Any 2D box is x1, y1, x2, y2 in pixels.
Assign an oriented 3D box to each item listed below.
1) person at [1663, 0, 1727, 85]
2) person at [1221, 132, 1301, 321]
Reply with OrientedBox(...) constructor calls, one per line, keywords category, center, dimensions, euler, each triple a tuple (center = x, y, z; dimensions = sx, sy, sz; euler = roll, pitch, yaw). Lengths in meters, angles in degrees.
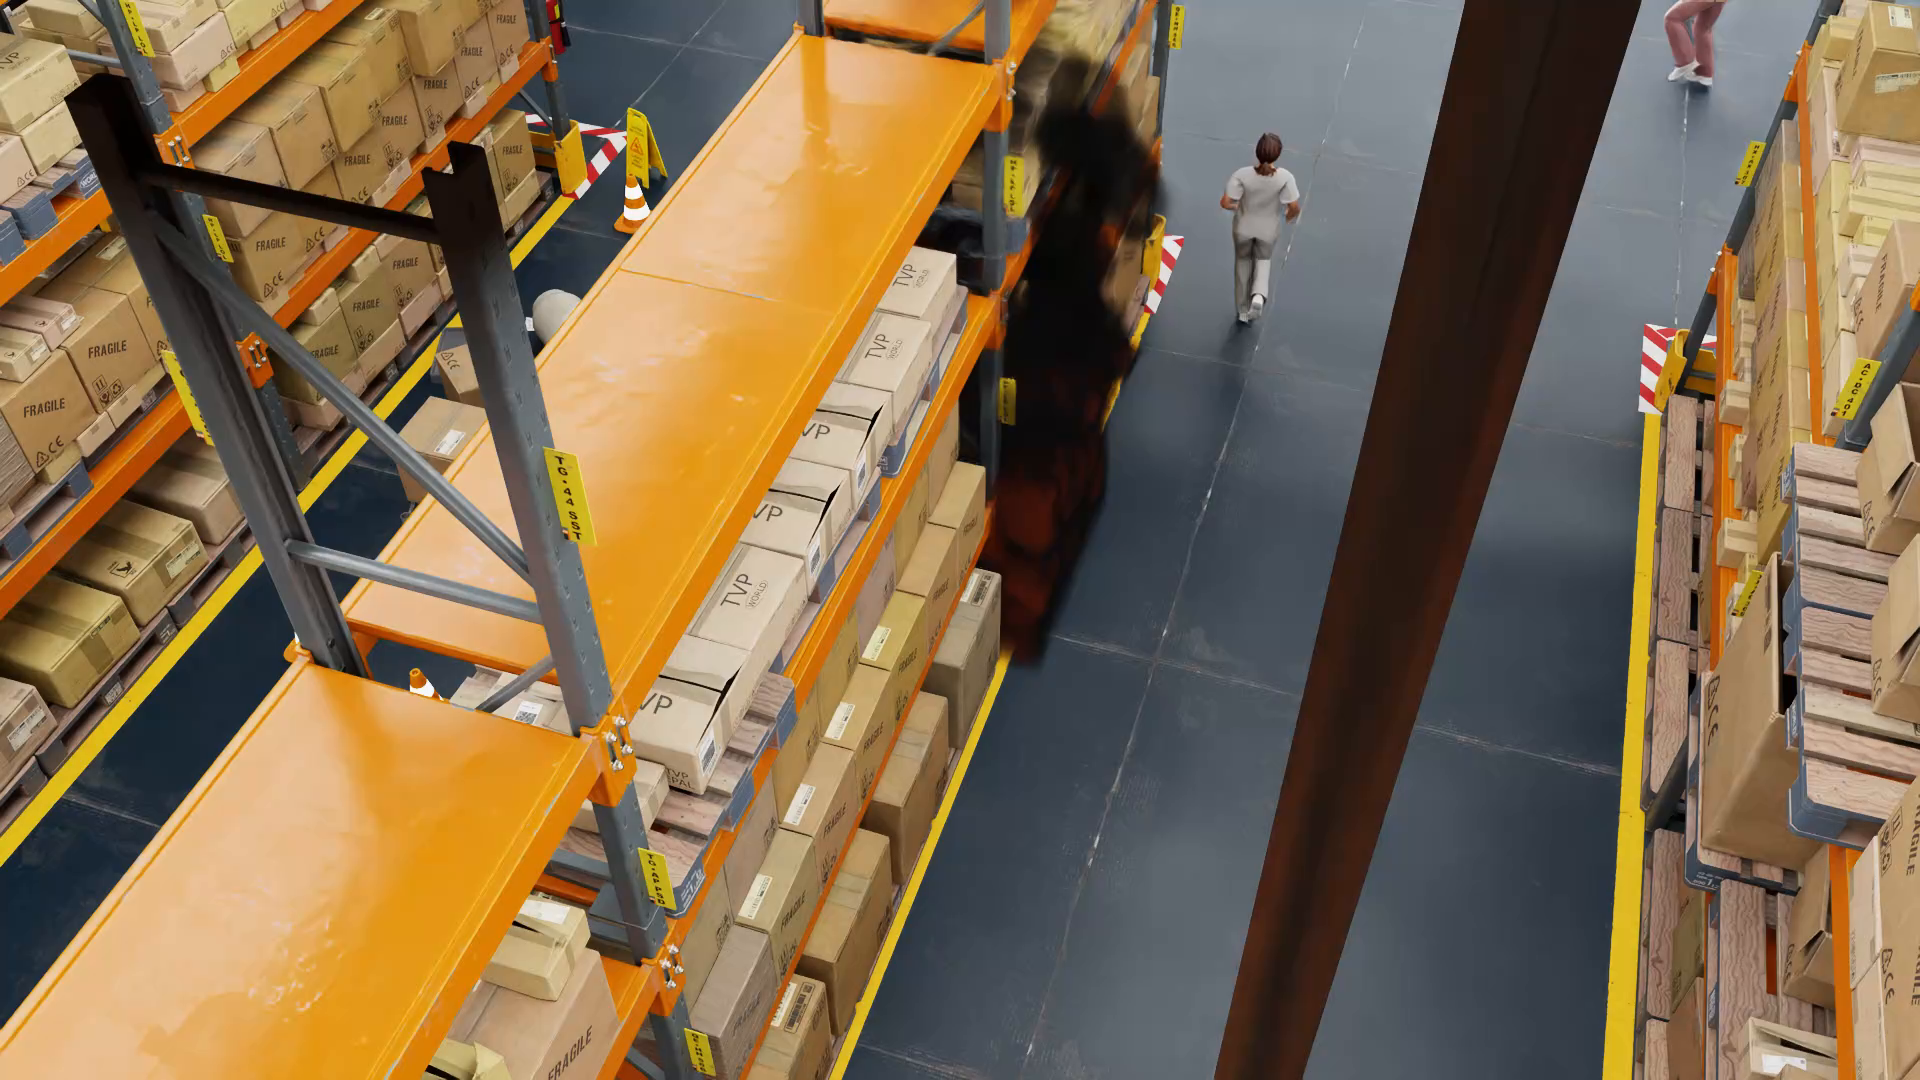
OrientedBox(category="person", center=(6.608, -4.826, 14.692), dimensions=(0.562, 1.667, 0.607), euler=(-33, 54, -28))
OrientedBox(category="person", center=(2.175, -2.253, 12.213), dimensions=(0.573, 1.629, 0.573), euler=(7, 46, 7))
